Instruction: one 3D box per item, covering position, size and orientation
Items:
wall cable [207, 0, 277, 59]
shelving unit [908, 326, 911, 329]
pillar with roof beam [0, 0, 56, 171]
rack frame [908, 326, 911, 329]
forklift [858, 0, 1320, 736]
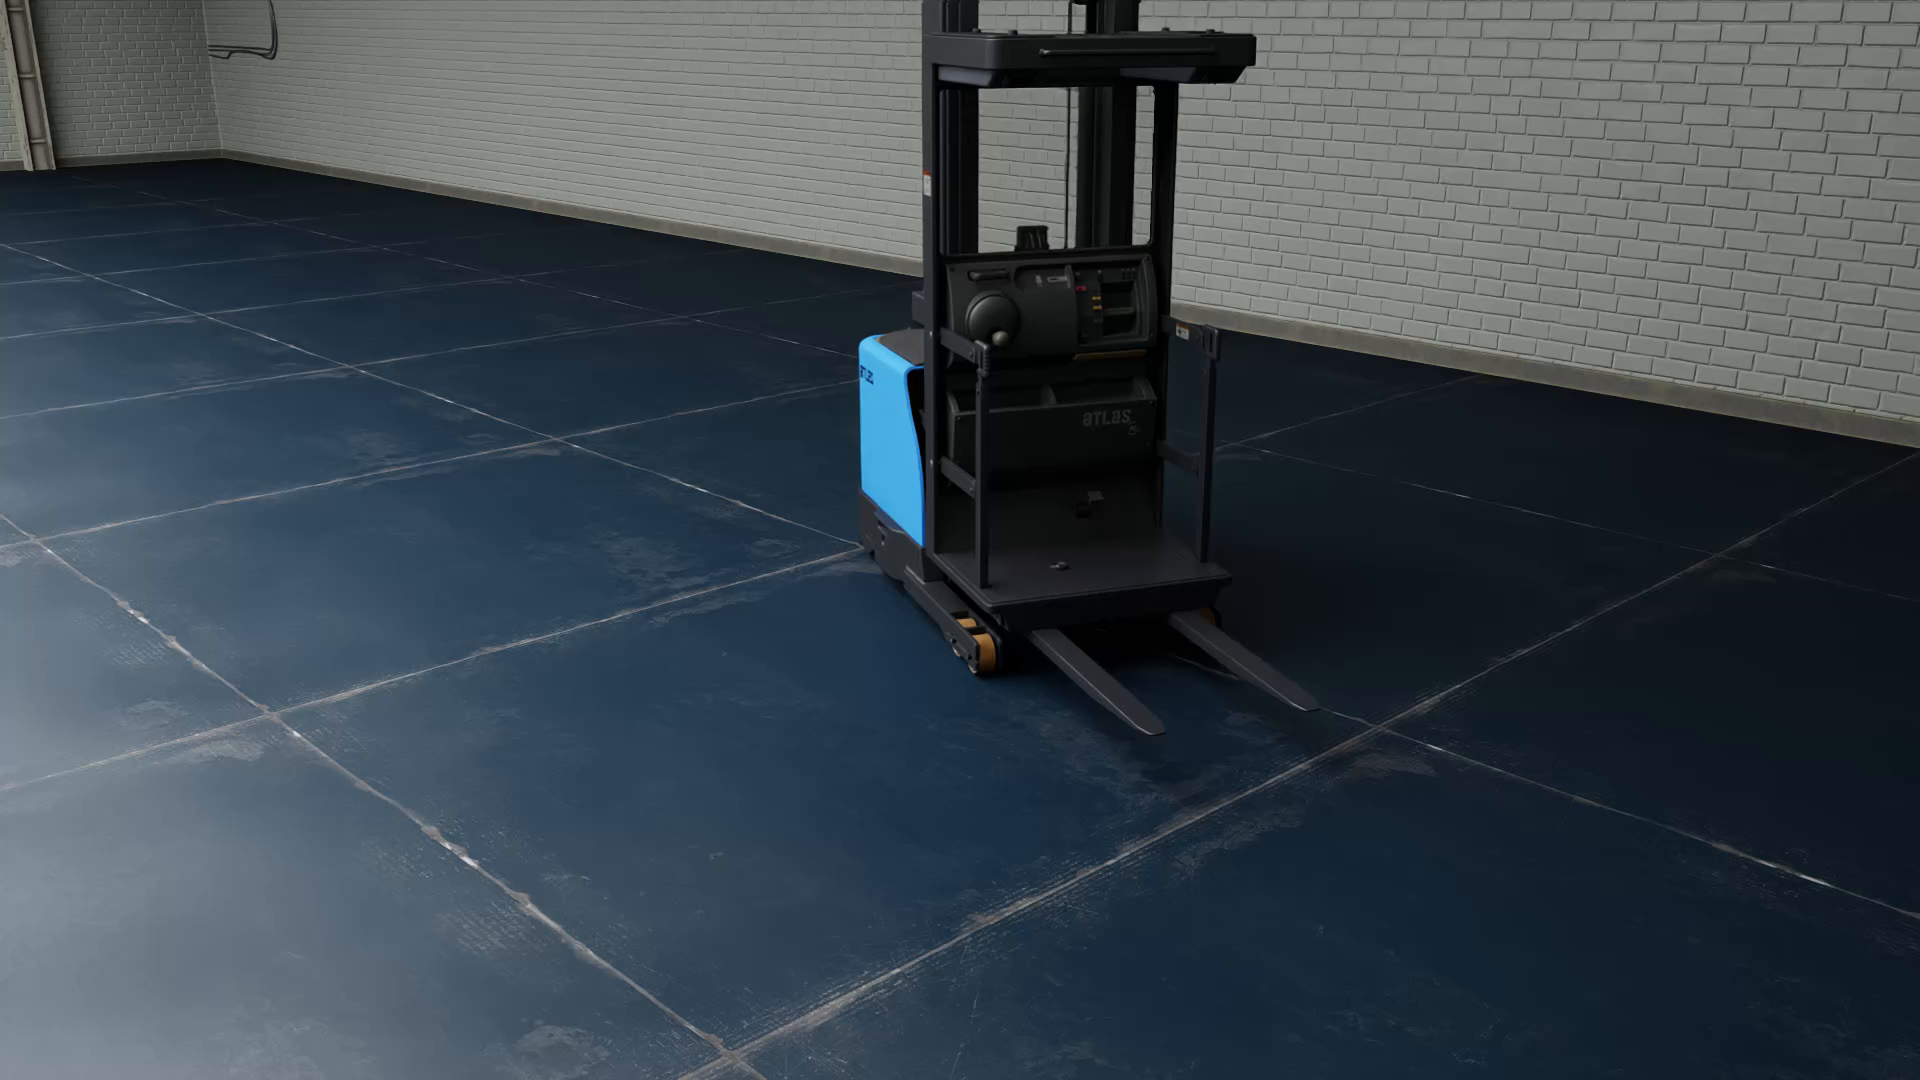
[{"bbox_3d":[-11.960,-9.180,27.242,0.112,2.526,3.097,-16,24,-41],"label":"wall cable"},{"bbox_3d":[-0.110,-0.565,8.526,0.252,1.050,0.215,-7,19,-19],"label":"shelving unit"},{"bbox_3d":[-12.051,-9.364,22.776,0.400,9.000,9.100,-16,24,-41],"label":"pillar with roof beam"},{"bbox_3d":[-0.224,-0.552,8.486,0.008,1.050,0.200,-7,19,-19],"label":"rack frame"},{"bbox_3d":[0.465,-0.988,6.779,1.130,2.935,3.031,-6,19,-18],"label":"forklift"}]
